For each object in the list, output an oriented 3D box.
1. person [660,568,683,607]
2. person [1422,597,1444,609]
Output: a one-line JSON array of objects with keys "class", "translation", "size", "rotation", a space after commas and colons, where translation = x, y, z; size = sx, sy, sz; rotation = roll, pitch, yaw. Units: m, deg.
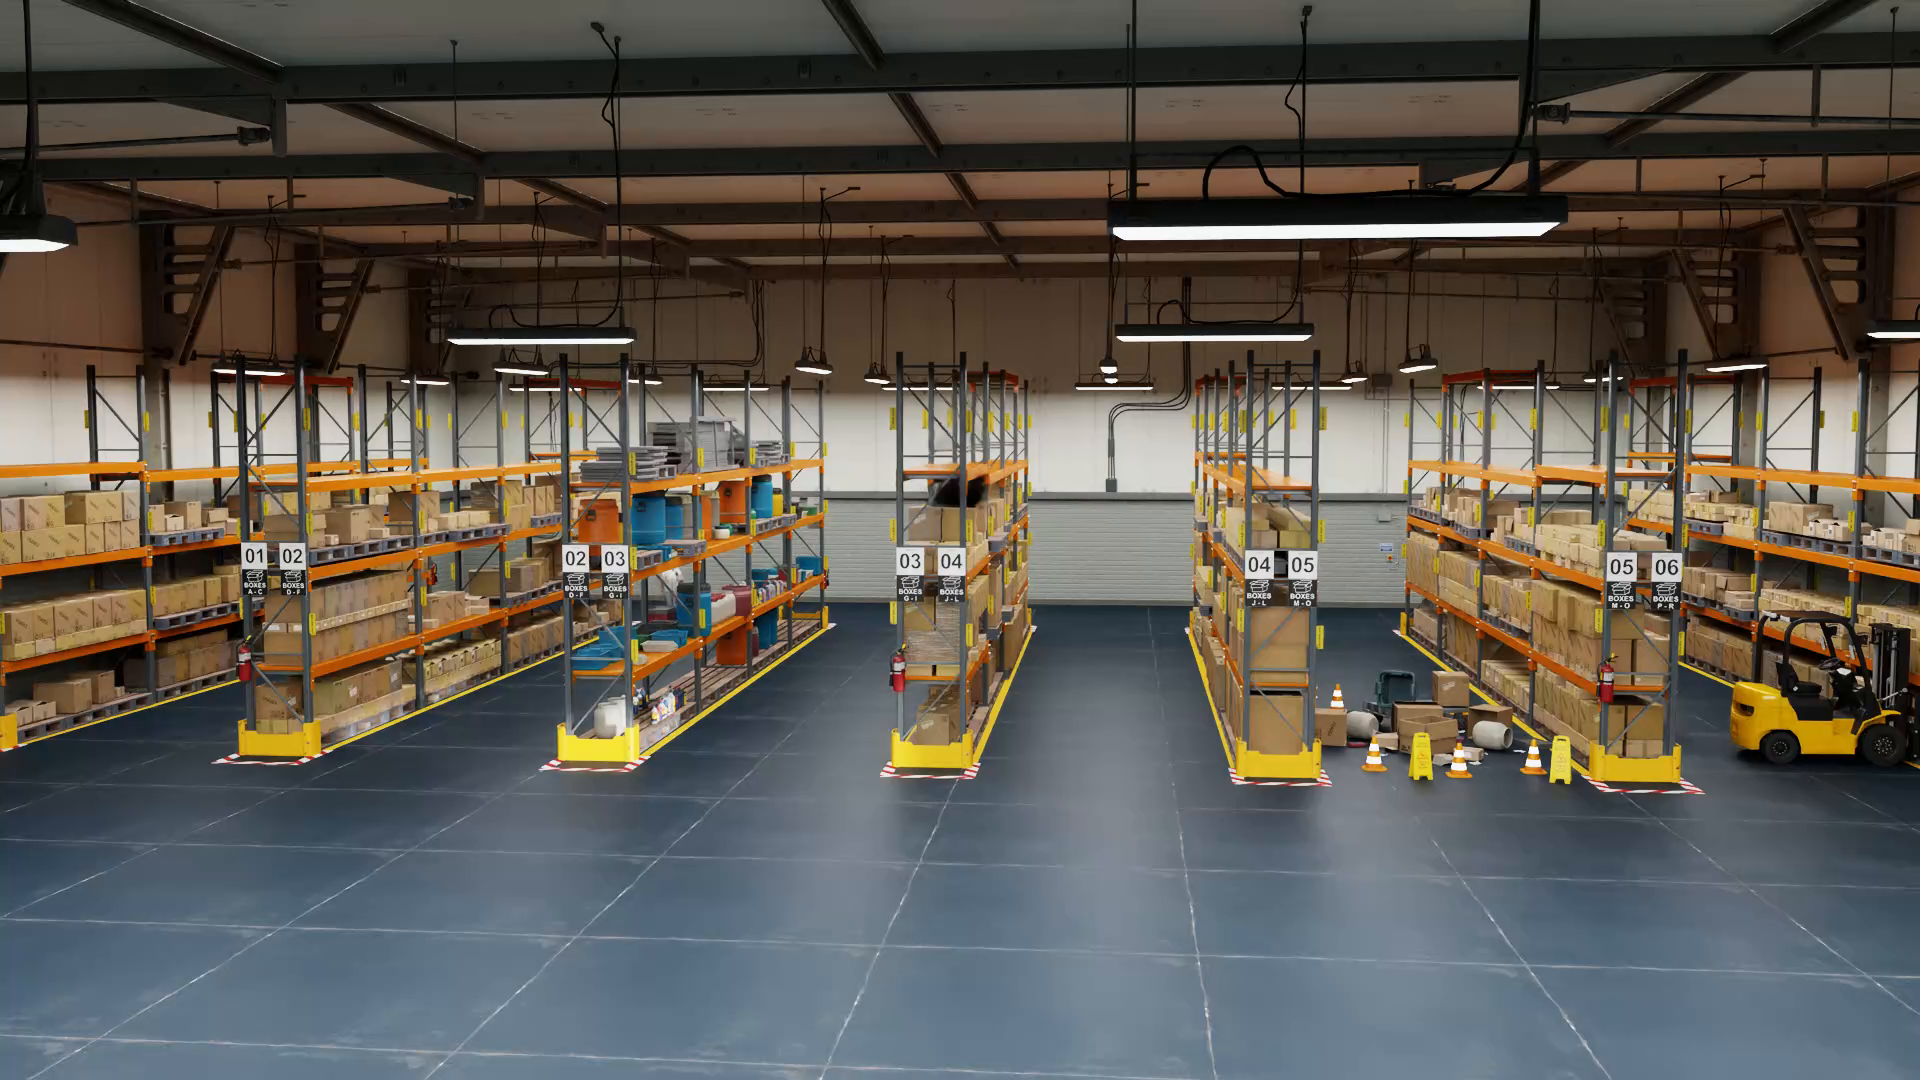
[{"class": "person", "translation": [-7.100, 1.271, 41.024], "size": [0.561, 1.650, 0.597], "rotation": [-1, 4, -14]}, {"class": "person", "translation": [12.000, 1.197, 41.964], "size": [0.772, 1.719, 0.546], "rotation": [-1, 4, -14]}]
